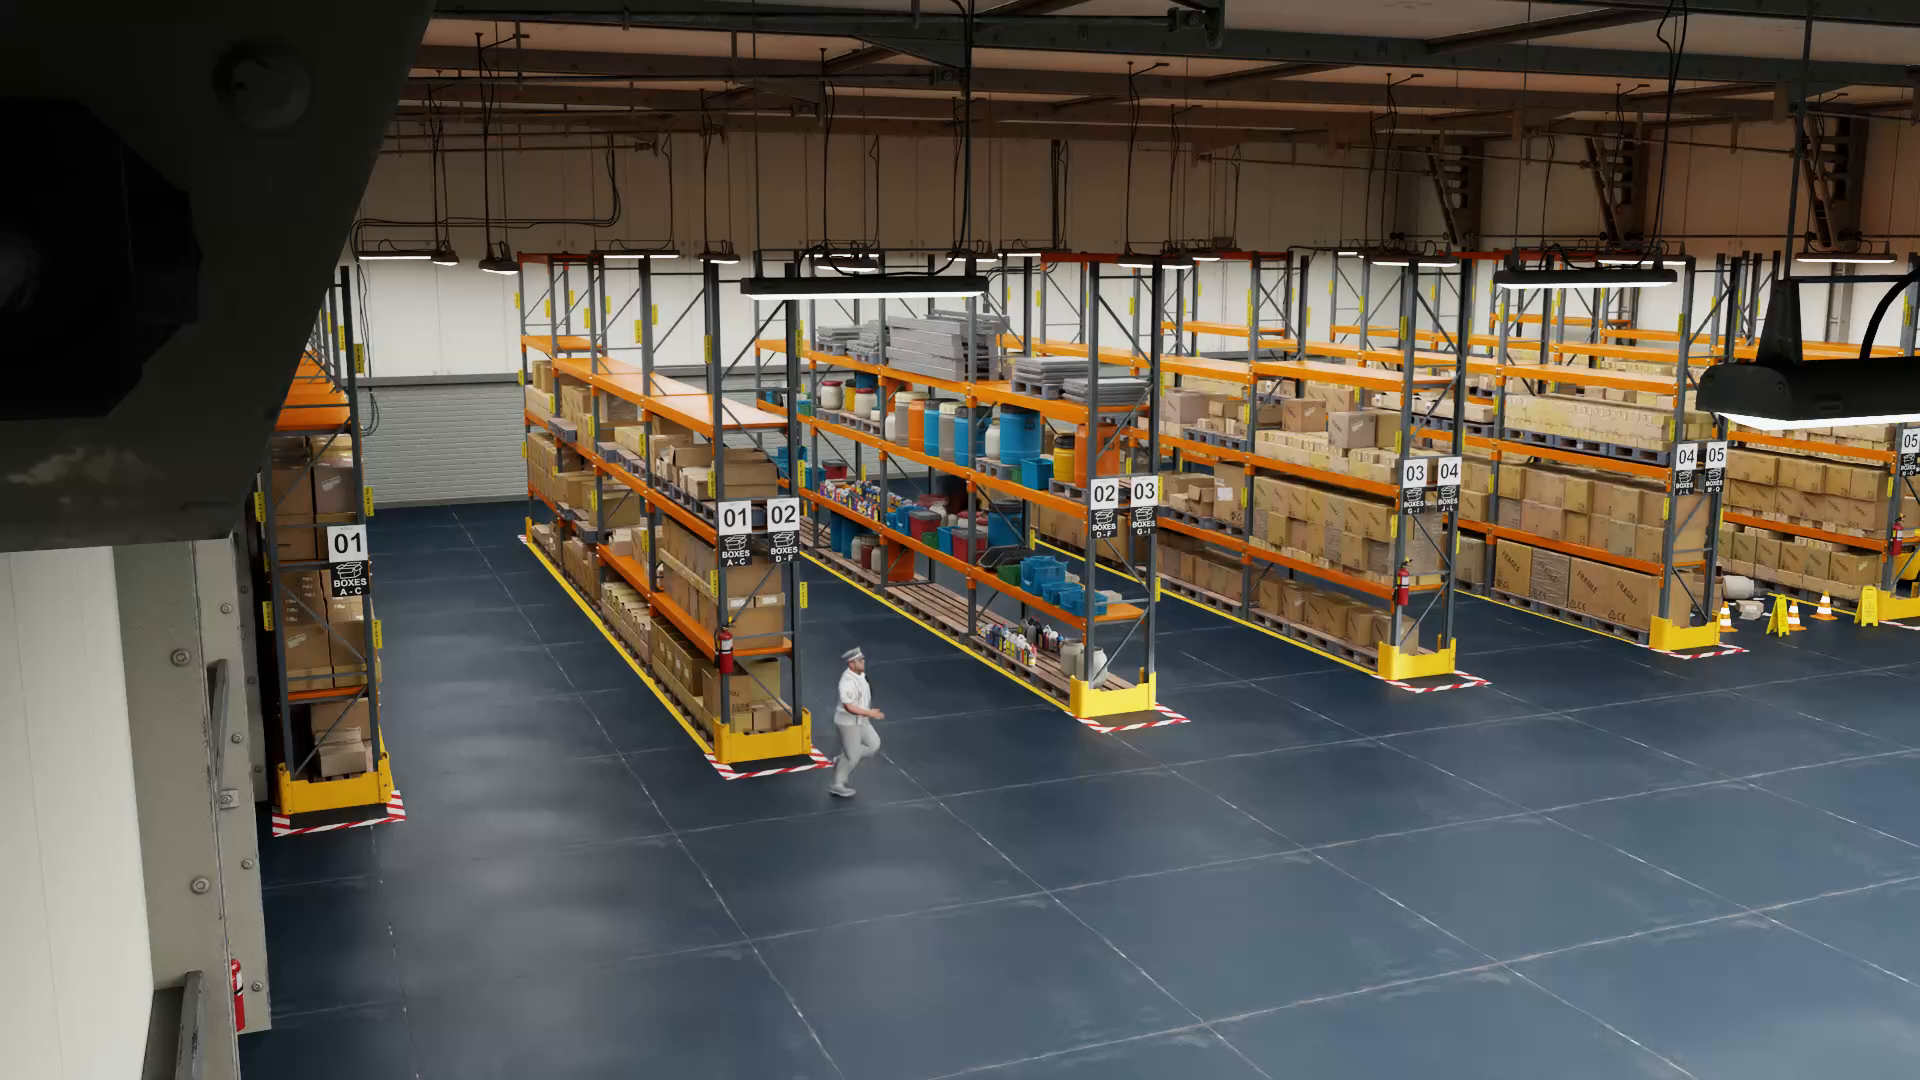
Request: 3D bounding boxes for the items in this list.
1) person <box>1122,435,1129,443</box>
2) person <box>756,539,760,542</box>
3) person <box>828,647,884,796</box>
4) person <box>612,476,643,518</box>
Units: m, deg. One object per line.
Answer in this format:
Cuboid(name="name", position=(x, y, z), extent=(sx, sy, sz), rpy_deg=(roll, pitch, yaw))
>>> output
Cuboid(name="person", position=(4.175, -1.988, 41.373), extent=(0.630, 1.661, 0.784), rpy_deg=(-9, 13, -39))
Cuboid(name="person", position=(-3.814, 0.114, 29.851), extent=(0.575, 1.540, 0.910), rpy_deg=(-6, 12, -30))
Cuboid(name="person", position=(-1.170, 2.051, 18.999), extent=(0.680, 1.739, 0.699), rpy_deg=(2, 11, 12))
Cuboid(name="person", position=(-7.136, -1.002, 35.896), extent=(0.779, 1.703, 0.623), rpy_deg=(7, 12, 34))
